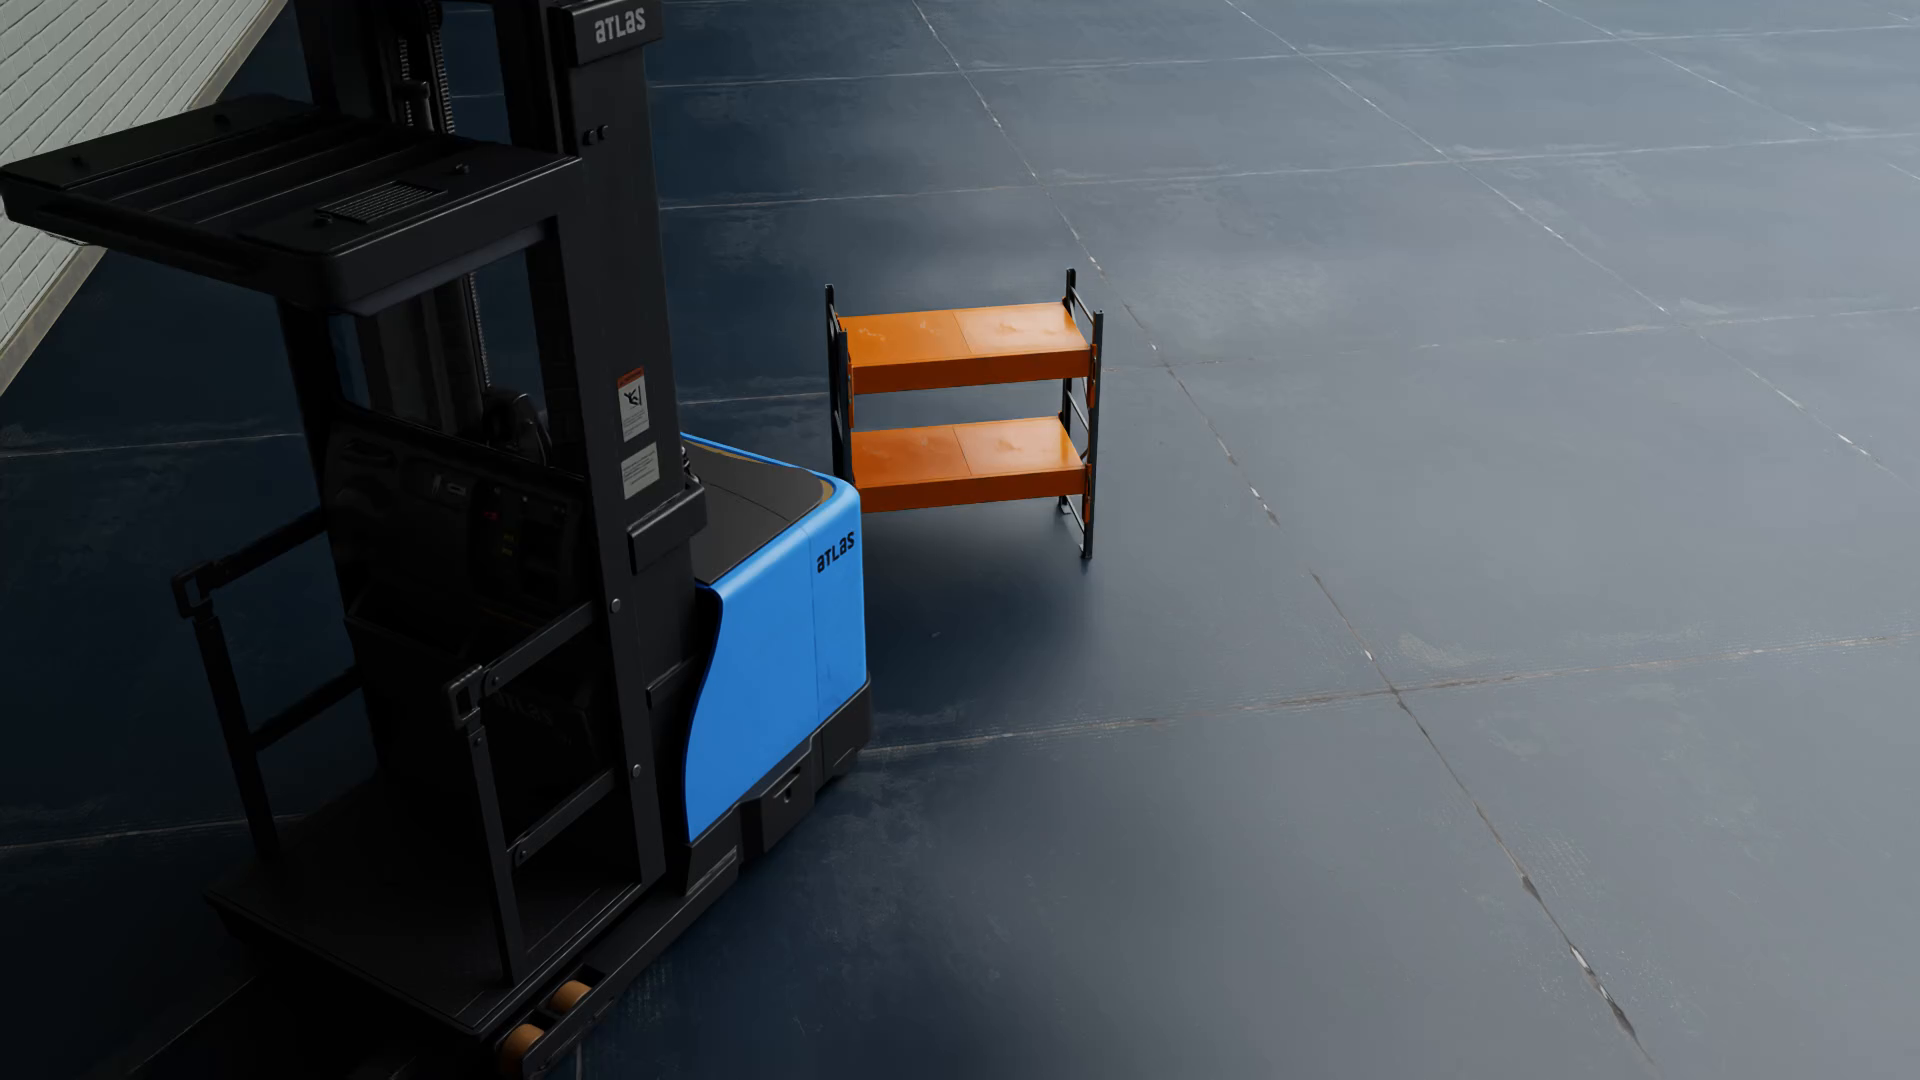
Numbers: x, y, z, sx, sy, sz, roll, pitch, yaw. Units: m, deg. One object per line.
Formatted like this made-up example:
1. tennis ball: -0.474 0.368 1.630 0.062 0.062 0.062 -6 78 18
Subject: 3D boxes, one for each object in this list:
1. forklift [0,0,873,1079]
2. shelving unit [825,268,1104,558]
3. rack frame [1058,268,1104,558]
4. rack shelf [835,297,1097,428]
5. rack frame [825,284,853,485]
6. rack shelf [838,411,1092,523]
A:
1. forklift: -1.494 -0.005 4.367 1.130 2.935 3.031 17 34 26
2. shelving unit: 0.007 -0.486 6.966 1.048 1.125 0.538 -5 31 -9
3. rack frame: 0.507 -0.532 7.045 0.032 1.125 0.500 -5 31 -9
4. rack shelf: 0.007 -0.738 6.818 1.000 0.278 0.538 -5 31 -9
5. rack frame: -0.493 -0.439 6.887 0.032 1.125 0.500 -5 31 -9
6. rack shelf: 0.007 -0.275 7.090 1.000 0.278 0.538 -5 31 -9
